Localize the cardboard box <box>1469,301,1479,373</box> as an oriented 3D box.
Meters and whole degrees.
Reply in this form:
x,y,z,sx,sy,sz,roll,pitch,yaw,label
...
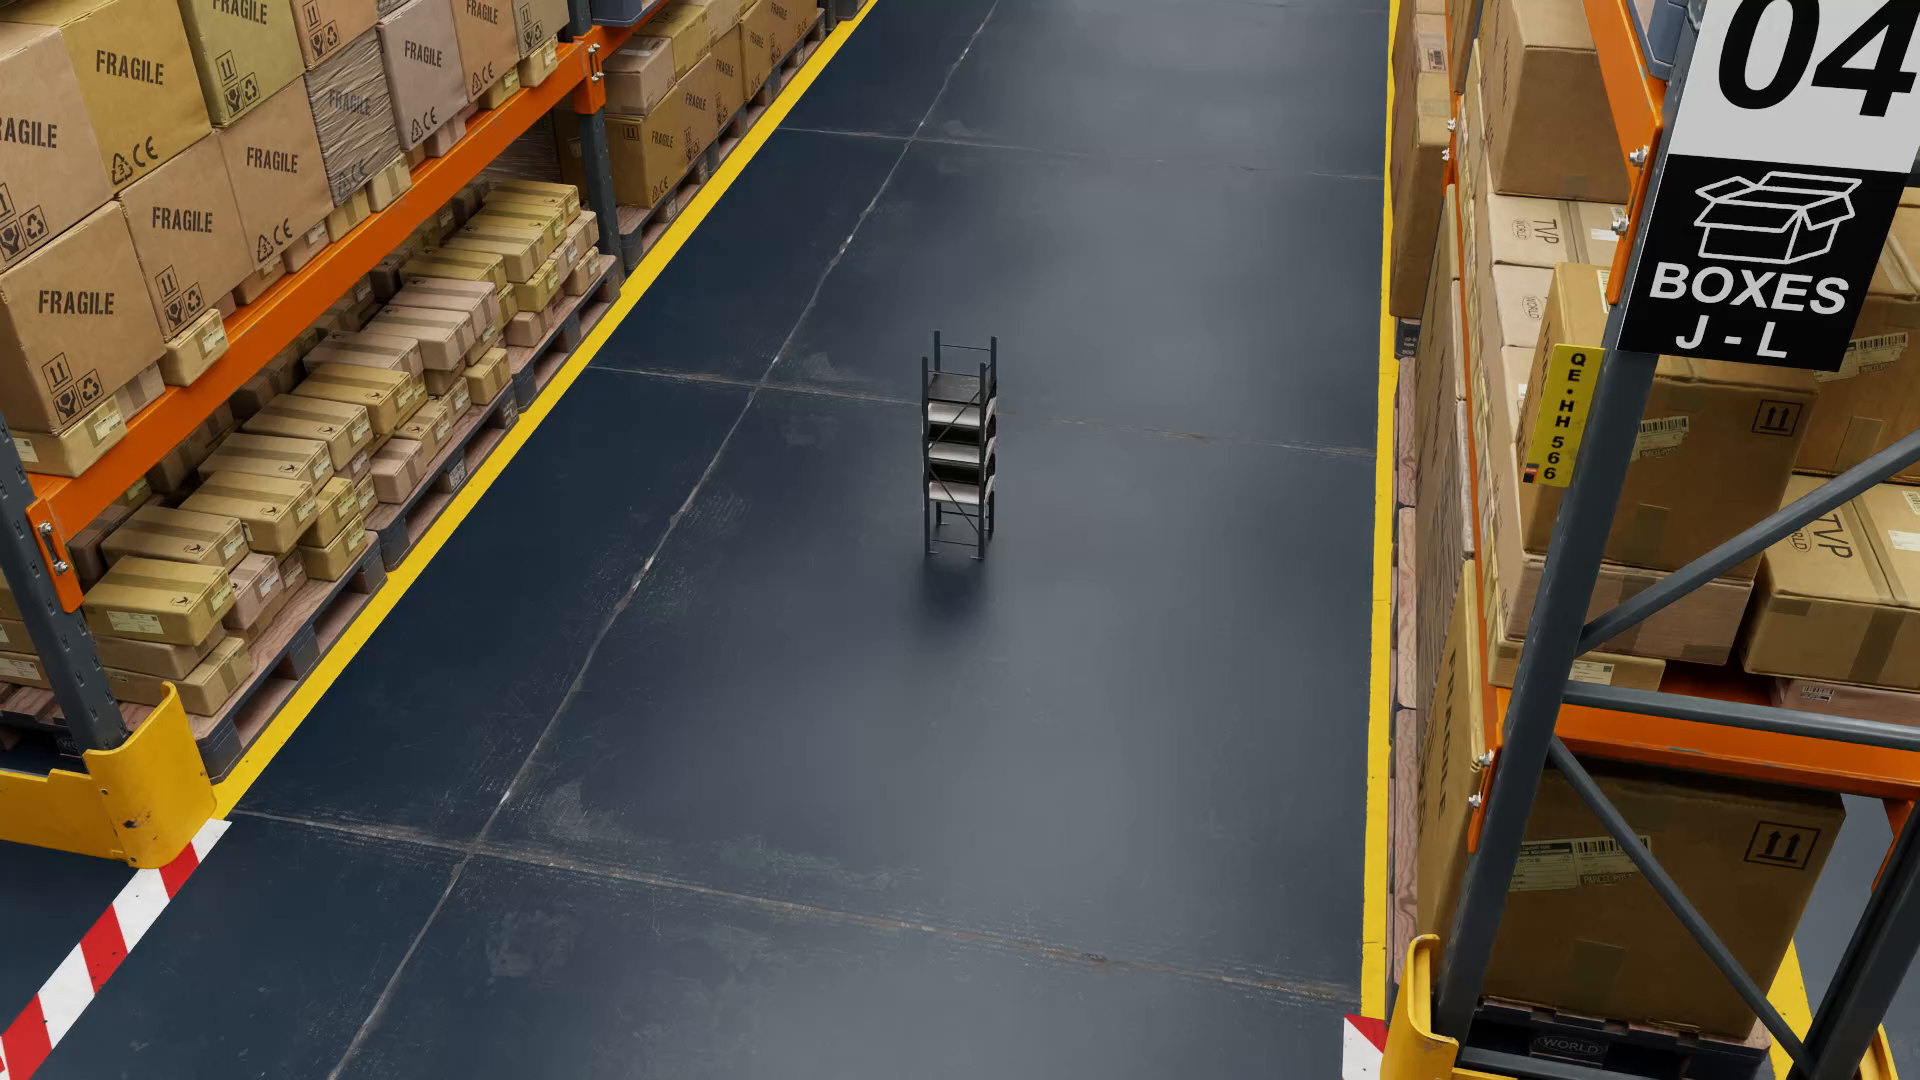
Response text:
x,y,z,sx,sy,sz,roll,pitch,yaw,label
1.823,-0.625,5.271,0.380,0.149,0.250,8,37,11,cardboard box

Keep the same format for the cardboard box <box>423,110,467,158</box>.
x,y,z,sx,sy,sz,roll,pitch,yaw,label
-2.232,-1.672,6.715,0.380,0.149,0.250,6,36,8,cardboard box

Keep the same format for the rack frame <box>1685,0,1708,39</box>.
x,y,z,sx,sy,sz,roll,pitch,yaw,label
1.742,-2.034,1.889,1.000,3.000,0.127,7,37,10,rack frame

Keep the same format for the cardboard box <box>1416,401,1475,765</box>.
x,y,z,sx,sy,sz,roll,pitch,yaw,label
1.995,0.186,5.390,0.875,0.875,0.875,7,37,10,cardboard box

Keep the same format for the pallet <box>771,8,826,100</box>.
x,y,z,sx,sy,sz,roll,pitch,yaw,label
-1.542,-3.294,11.116,1.003,0.211,1.213,7,37,10,pallet

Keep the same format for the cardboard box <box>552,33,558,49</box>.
x,y,z,sx,sy,sz,roll,pitch,yaw,label
-2.060,-2.283,7.558,0.380,0.149,0.250,7,37,9,cardboard box

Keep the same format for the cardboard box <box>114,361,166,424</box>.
x,y,z,sx,sy,sz,roll,pitch,yaw,label
-2.679,-0.479,5.069,0.380,0.149,0.250,9,37,12,cardboard box

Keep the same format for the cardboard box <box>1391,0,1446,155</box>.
x,y,z,sx,sy,sz,roll,pitch,yaw,label
3.085,-2.598,9.232,1.225,0.875,0.875,7,37,10,cardboard box

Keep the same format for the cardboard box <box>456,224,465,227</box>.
x,y,z,sx,sy,sz,roll,pitch,yaw,label
-2.618,-1.547,8.146,0.380,0.149,0.250,9,37,12,cardboard box

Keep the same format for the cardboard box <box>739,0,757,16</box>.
x,y,z,sx,sy,sz,roll,pitch,yaw,label
-1.484,-3.328,9.918,0.500,0.250,0.500,8,37,11,cardboard box

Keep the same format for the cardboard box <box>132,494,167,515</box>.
x,y,z,sx,sy,sz,roll,pitch,yaw,label
-3.139,-0.058,6.091,0.380,0.149,0.250,6,36,8,cardboard box

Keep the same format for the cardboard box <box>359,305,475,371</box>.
x,y,z,sx,sy,sz,roll,pitch,yaw,label
-2.256,-0.841,6.919,0.380,0.149,0.250,6,36,8,cardboard box

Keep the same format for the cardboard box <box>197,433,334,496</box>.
x,y,z,sx,sy,sz,roll,pitch,yaw,label
-2.546,-0.253,6.108,0.380,0.149,0.250,6,36,8,cardboard box

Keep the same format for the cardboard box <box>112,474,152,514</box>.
x,y,z,sx,sy,sz,roll,pitch,yaw,label
-3.176,-0.178,6.004,0.380,0.149,0.250,7,36,9,cardboard box

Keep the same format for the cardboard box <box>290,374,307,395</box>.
x,y,z,sx,sy,sz,roll,pitch,yaw,label
-2.936,-0.662,6.925,0.380,0.149,0.250,8,37,10,cardboard box

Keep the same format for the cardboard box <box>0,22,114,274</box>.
x,y,z,sx,sy,sz,roll,pitch,yaw,label
-2.727,-1.075,4.486,0.500,0.500,0.500,7,37,10,cardboard box

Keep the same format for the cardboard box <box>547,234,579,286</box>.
x,y,z,sx,sy,sz,roll,pitch,yaw,label
-2.030,-1.337,7.857,0.380,0.149,0.250,6,36,8,cardboard box

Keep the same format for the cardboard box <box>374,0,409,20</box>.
x,y,z,sx,sy,sz,roll,pitch,yaw,label
-2.292,-2.252,6.110,0.500,0.500,0.500,8,37,11,cardboard box

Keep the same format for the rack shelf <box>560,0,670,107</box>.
x,y,z,sx,sy,sz,roll,pitch,yaw,label
-1.800,-3.433,9.544,1.077,0.370,4.000,7,37,10,rack shelf

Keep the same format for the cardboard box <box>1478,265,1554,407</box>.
x,y,z,sx,sy,sz,roll,pitch,yaw,label
1.803,-0.559,4.839,0.500,0.250,0.500,6,36,8,cardboard box

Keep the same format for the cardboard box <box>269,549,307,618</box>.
x,y,z,sx,sy,sz,roll,pitch,yaw,label
-2.635,0.136,6.078,0.380,0.149,0.250,8,37,10,cardboard box

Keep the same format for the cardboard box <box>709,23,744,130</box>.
x,y,z,sx,sy,sz,roll,pitch,yaw,label
-1.601,-2.732,9.736,0.500,0.500,0.500,8,37,11,cardboard box

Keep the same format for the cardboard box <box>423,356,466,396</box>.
x,y,z,sx,sy,sz,roll,pitch,yaw,label
-2.332,-0.750,7.047,0.380,0.149,0.250,6,36,8,cardboard box

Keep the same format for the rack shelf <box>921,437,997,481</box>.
x,y,z,sx,sy,sz,roll,pitch,yaw,label
-0.002,-0.333,6.499,0.258,0.077,0.200,7,37,10,rack shelf

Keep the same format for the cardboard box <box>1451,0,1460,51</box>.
x,y,z,sx,sy,sz,roll,pitch,yaw,label
2.542,-2.524,7.591,0.500,0.500,0.500,8,37,11,cardboard box

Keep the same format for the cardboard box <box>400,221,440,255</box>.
x,y,z,sx,sy,sz,roll,pitch,yaw,label
-2.626,-1.362,7.637,0.380,0.149,0.250,7,36,9,cardboard box

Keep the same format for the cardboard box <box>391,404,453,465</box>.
x,y,z,sx,sy,sz,roll,pitch,yaw,label
-2.340,-0.449,6.885,0.380,0.149,0.250,7,37,10,cardboard box

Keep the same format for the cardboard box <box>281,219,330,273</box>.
x,y,z,sx,sy,sz,roll,pitch,yaw,label
-2.485,-1.083,5.902,0.380,0.149,0.250,7,36,9,cardboard box

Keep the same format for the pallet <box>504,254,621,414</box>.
x,y,z,sx,sy,sz,roll,pitch,yaw,label
-2.337,-1.060,8.032,1.003,0.211,1.213,7,37,10,pallet

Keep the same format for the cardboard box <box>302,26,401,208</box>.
x,y,z,sx,sy,sz,roll,pitch,yaw,label
-2.407,-1.551,5.995,0.500,0.500,0.500,6,36,9,cardboard box

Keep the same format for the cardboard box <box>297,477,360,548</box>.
x,y,z,sx,sy,sz,roll,pitch,yaw,label
-2.479,-0.124,6.183,0.380,0.149,0.250,8,37,11,cardboard box

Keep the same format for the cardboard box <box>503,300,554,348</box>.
x,y,z,sx,sy,sz,roll,pitch,yaw,label
-2.109,-1.028,7.684,0.380,0.149,0.250,6,36,8,cardboard box

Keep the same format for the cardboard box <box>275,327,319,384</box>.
x,y,z,sx,sy,sz,roll,pitch,yaw,label
-2.862,-0.770,6.821,0.380,0.149,0.250,7,37,10,cardboard box

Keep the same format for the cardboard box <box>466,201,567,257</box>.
x,y,z,sx,sy,sz,roll,pitch,yaw,label
-2.065,-1.447,7.754,0.380,0.149,0.250,8,37,11,cardboard box

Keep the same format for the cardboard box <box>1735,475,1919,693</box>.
x,y,z,sx,sy,sz,roll,pitch,yaw,label
2.108,0.094,3.939,0.500,0.250,0.500,6,36,9,cardboard box

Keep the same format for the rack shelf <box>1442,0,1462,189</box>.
x,y,z,sx,sy,sz,roll,pitch,yaw,label
3.023,-2.754,8.607,1.077,0.370,4.000,7,37,10,rack shelf

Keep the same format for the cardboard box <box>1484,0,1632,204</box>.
x,y,z,sx,sy,sz,roll,pitch,yaw,label
2.025,-1.439,5.415,0.500,0.500,0.500,6,36,8,cardboard box

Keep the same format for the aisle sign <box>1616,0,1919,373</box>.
x,y,z,sx,sy,sz,roll,pitch,yaw,label
1.433,-0.654,2.881,0.394,0.787,0.004,7,37,10,aisle sign

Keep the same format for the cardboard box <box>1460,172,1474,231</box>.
x,y,z,sx,sy,sz,roll,pitch,yaw,label
2.042,-1.216,6.086,0.380,0.149,0.250,6,36,9,cardboard box

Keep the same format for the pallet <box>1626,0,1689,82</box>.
x,y,z,sx,sy,sz,roll,pitch,yaw,label
1.890,-1.211,3.384,1.003,0.211,1.213,7,37,10,pallet

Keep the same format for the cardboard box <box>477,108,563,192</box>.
x,y,z,sx,sy,sz,roll,pitch,yaw,label
-2.316,-2.192,8.990,0.500,0.500,0.500,7,36,9,cardboard box

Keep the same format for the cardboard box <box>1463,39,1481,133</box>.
x,y,z,sx,sy,sz,roll,pitch,yaw,label
2.240,-1.722,6.444,0.500,0.250,0.500,7,36,9,cardboard box

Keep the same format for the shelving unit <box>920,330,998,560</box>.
x,y,z,sx,sy,sz,roll,pitch,yaw,label
-0.002,-0.360,6.479,0.258,0.900,0.210,7,37,10,shelving unit

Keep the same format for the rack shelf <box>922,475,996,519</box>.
x,y,z,sx,sy,sz,roll,pitch,yaw,label
-0.002,-0.187,6.605,0.258,0.077,0.200,7,37,10,rack shelf

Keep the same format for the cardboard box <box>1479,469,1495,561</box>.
x,y,z,sx,sy,sz,roll,pitch,yaw,label
1.605,-0.043,4.467,0.380,0.149,0.250,7,37,10,cardboard box
